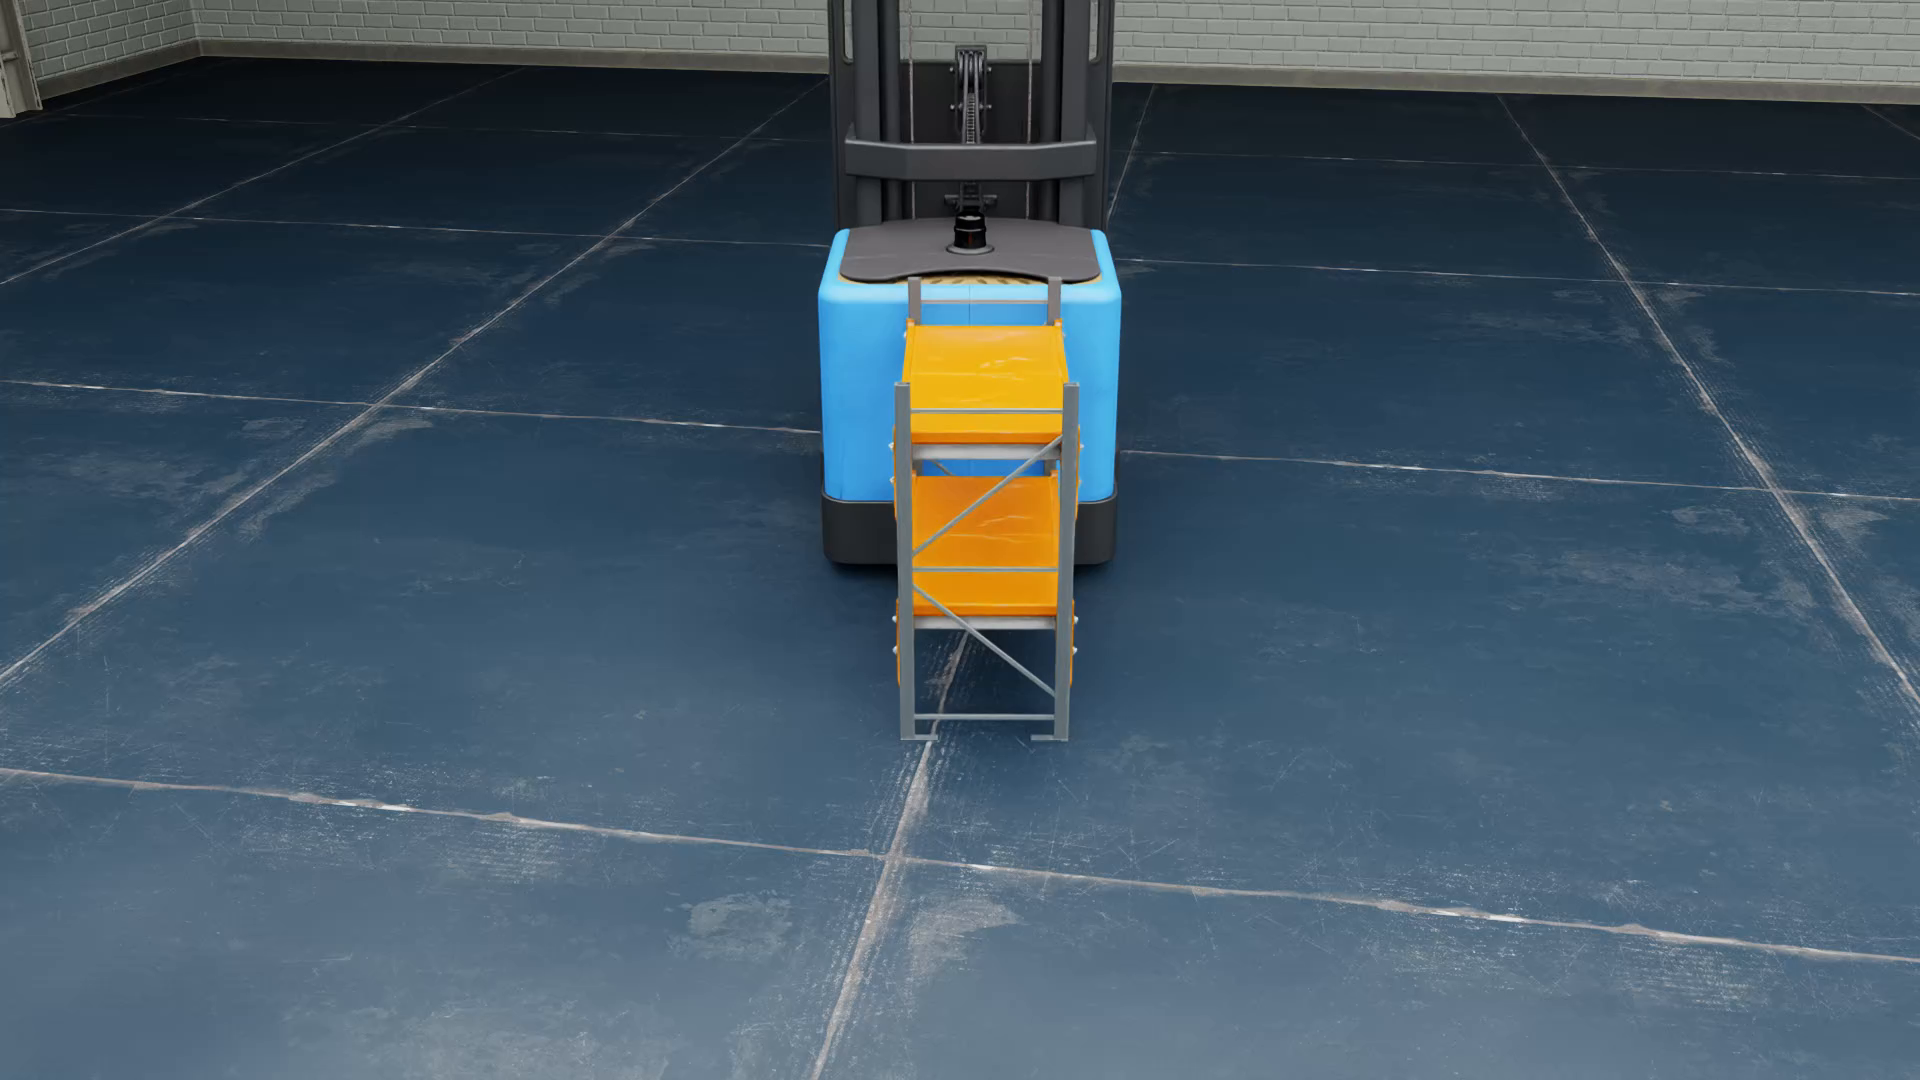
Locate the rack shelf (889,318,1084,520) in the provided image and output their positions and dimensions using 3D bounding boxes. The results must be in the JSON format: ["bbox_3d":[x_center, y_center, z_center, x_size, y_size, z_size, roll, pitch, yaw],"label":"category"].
[{"bbox_3d":[0.076,-0.393,5.073,0.538,0.278,1.000,0,25,0],"label":"rack shelf"}]

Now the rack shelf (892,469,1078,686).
[{"bbox_3d":[0.076,0.093,5.301,0.538,0.278,1.000,0,25,0],"label":"rack shelf"}]

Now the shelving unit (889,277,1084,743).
[{"bbox_3d":[0.076,-0.128,5.197,0.538,1.125,1.048,0,25,0],"label":"shelving unit"}]

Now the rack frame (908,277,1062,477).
[{"bbox_3d":[0.080,-0.344,5.658,0.500,1.125,0.032,0,25,0],"label":"rack frame"}]

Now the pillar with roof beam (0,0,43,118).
[{"bbox_3d":[-3.660,-7.339,11.313,9.100,9.000,0.400,4,25,9],"label":"pillar with roof beam"}]

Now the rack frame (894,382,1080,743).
[{"bbox_3d":[0.073,0.087,4.737,0.500,1.125,0.032,0,25,0],"label":"rack frame"}]

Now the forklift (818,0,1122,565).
[{"bbox_3d":[0.043,-1.817,6.675,1.130,2.935,3.031,0,25,0],"label":"forklift"}]
